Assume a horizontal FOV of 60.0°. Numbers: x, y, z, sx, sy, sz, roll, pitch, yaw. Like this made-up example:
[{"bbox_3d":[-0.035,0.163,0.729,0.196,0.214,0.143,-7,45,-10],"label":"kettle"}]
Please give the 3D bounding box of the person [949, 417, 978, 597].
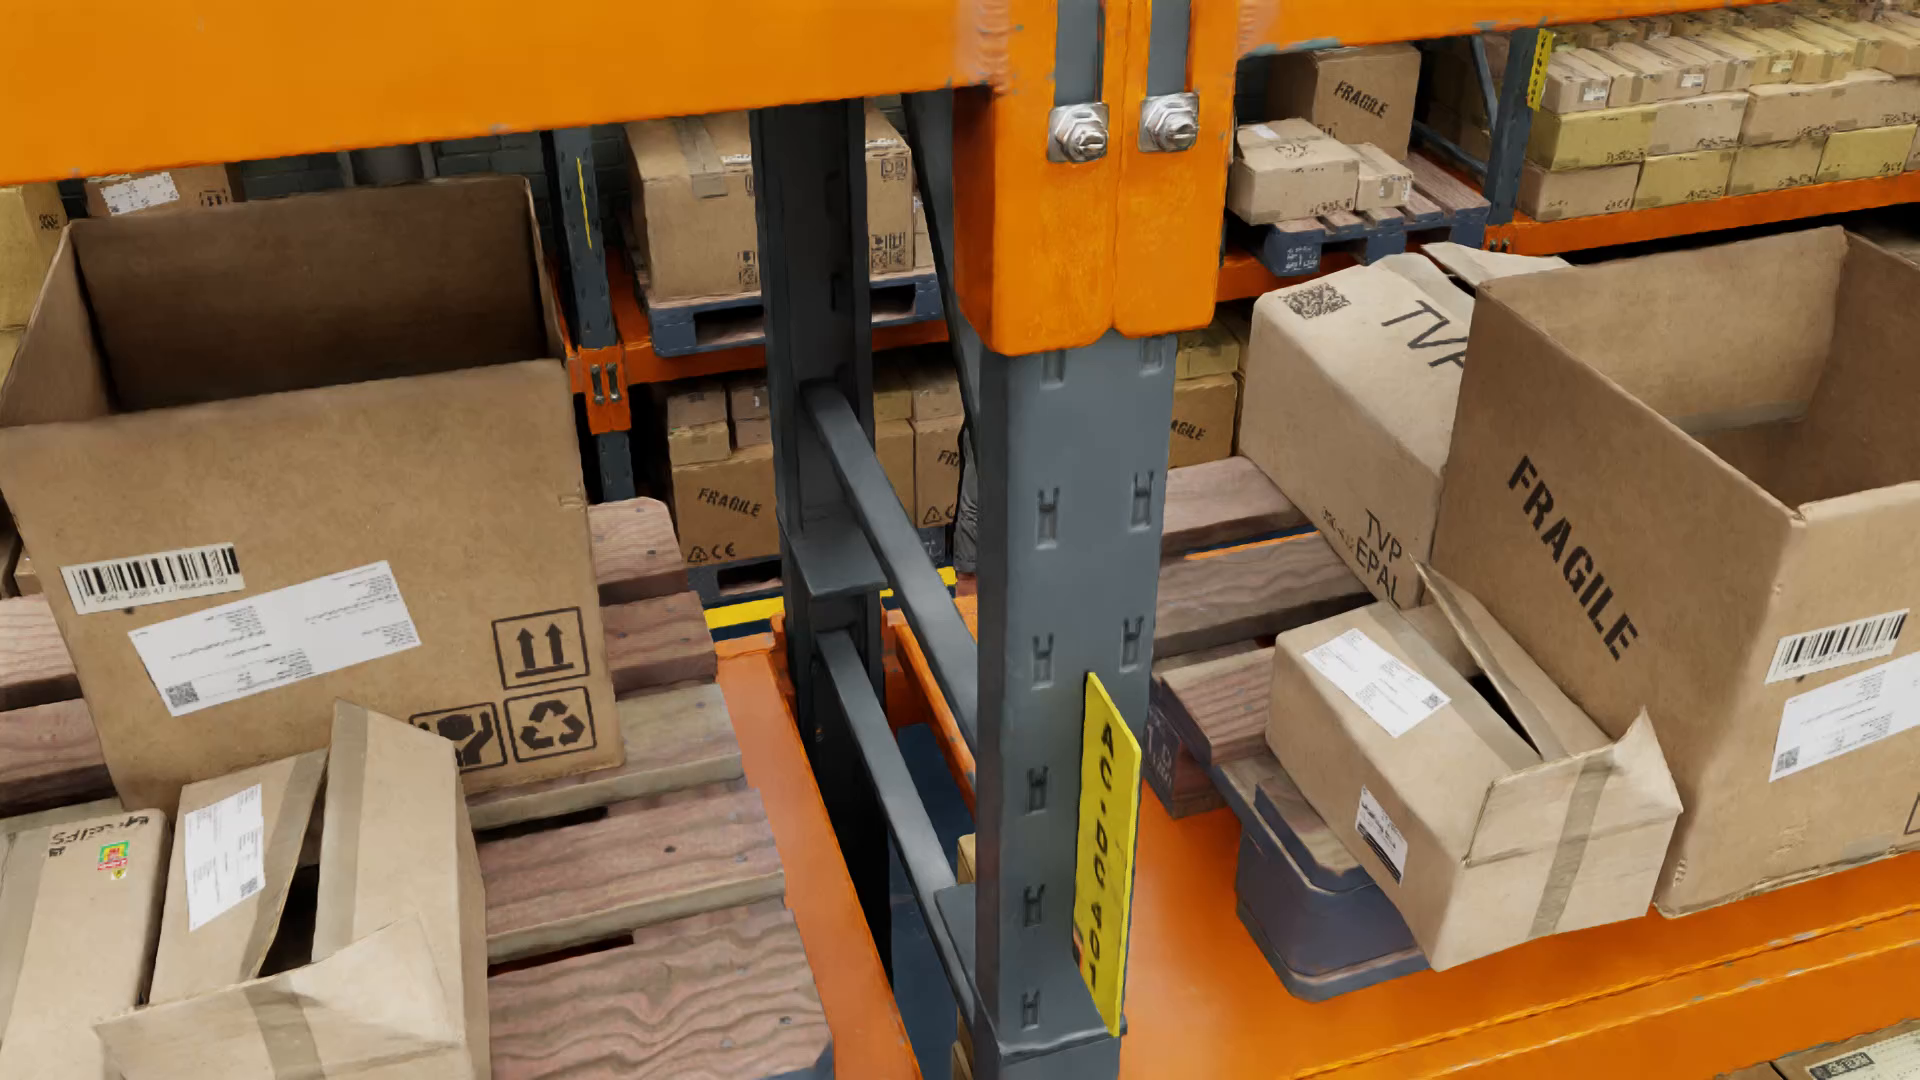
[{"bbox_3d":[0.184,0.109,6.070,0.626,1.596,0.714,7,34,10],"label":"person"}]
